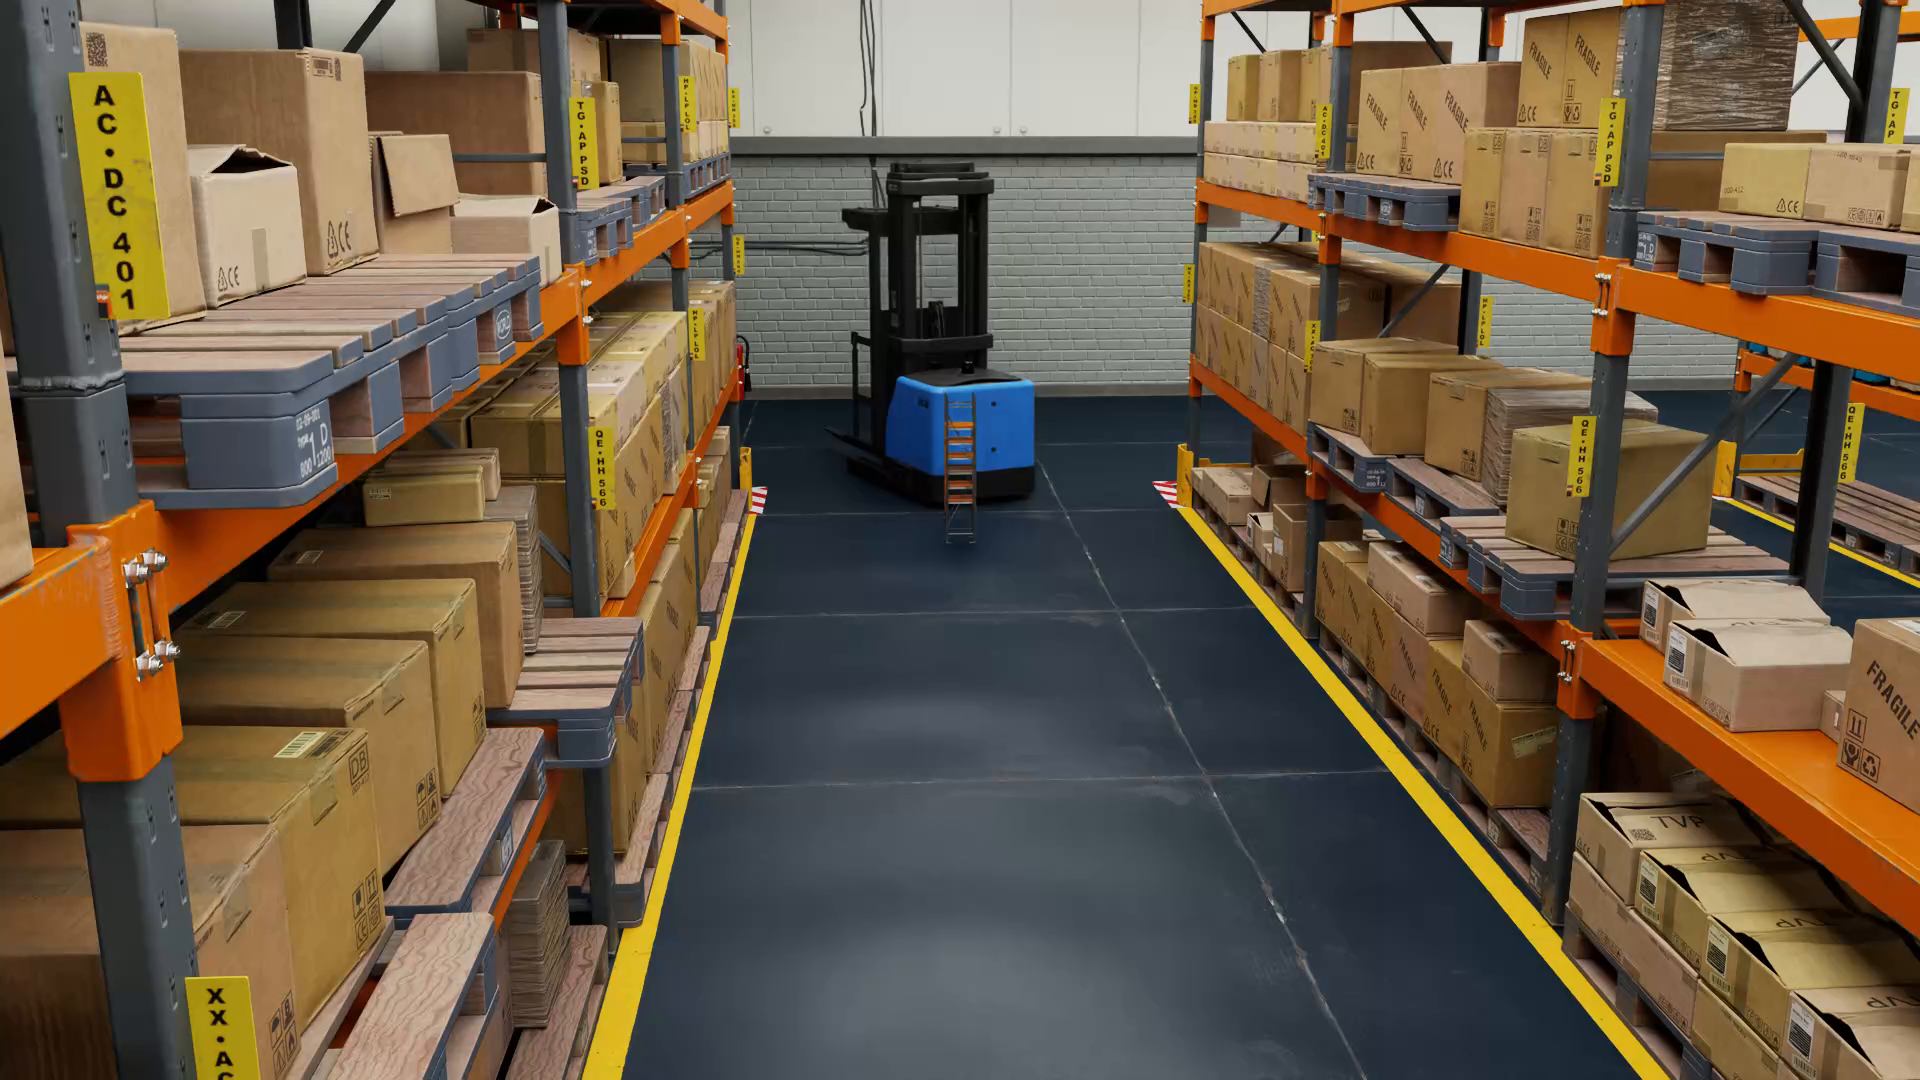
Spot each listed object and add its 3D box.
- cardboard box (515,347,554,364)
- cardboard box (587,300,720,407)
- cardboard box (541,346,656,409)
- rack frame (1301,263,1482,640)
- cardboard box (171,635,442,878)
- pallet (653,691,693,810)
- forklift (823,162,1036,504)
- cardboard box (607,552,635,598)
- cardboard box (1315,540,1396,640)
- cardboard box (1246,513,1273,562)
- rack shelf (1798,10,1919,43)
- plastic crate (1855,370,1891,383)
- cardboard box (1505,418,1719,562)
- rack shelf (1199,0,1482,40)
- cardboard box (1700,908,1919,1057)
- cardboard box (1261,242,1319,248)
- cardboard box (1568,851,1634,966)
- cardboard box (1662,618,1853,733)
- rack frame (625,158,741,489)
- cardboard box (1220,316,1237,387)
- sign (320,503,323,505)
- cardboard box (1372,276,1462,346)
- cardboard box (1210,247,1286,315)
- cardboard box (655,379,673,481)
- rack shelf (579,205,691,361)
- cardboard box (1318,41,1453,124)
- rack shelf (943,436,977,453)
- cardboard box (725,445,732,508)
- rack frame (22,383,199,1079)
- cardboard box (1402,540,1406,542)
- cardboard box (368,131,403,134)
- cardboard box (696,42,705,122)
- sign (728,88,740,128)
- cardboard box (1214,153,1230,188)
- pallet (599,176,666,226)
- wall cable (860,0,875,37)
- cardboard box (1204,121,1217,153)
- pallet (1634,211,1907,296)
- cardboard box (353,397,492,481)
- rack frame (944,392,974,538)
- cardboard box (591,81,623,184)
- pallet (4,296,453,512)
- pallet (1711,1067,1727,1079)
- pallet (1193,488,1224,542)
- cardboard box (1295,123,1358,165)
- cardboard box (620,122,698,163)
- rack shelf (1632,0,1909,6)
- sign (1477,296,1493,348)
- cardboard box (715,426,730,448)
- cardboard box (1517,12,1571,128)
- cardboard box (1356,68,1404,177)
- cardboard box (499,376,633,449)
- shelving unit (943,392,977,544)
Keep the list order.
[{"bbox_3d":[-2.300,-0.799,8.271,0.500,0.250,0.500,-1,14,-5],"label":"cardboard box"},{"bbox_3d":[-2.283,-1.380,12.267,0.980,0.700,0.700,-2,15,-6],"label":"cardboard box"},{"bbox_3d":[-1.801,-0.809,8.309,0.500,0.250,0.500,-1,14,-5],"label":"cardboard box"},{"bbox_3d":[2.772,-0.814,10.672,1.000,3.000,0.127,-1,14,-3],"label":"rack frame"},{"bbox_3d":[-1.773,0.562,4.240,0.700,0.500,0.500,1,14,4],"label":"cardboard box"},{"bbox_3d":[-1.970,1.108,8.795,1.003,0.211,1.213,-1,14,-3],"label":"pallet"},{"bbox_3d":[-0.432,-2.062,15.658,1.130,2.935,3.031,-7,16,-26],"label":"forklift"},{"bbox_3d":[-1.652,0.154,7.371,0.380,0.149,0.250,0,14,-2],"label":"cardboard box"},{"bbox_3d":[2.559,0.307,10.446,0.500,0.500,0.500,-2,15,-6],"label":"cardboard box"},{"bbox_3d":[2.408,-0.049,12.211,0.500,0.311,0.500,-1,14,-3],"label":"cardboard box"},{"bbox_3d":[7.593,-3.751,12.290,1.077,0.370,4.000,-1,14,-3],"label":"rack shelf"},{"bbox_3d":[7.256,-1.364,13.024,0.416,0.233,0.300,-1,14,-3],"label":"plastic crate"},{"bbox_3d":[2.869,-0.226,7.342,0.700,0.500,0.500,-6,16,-22],"label":"cardboard box"},{"bbox_3d":[2.649,-3.867,11.947,1.077,0.370,4.000,-1,14,-3],"label":"rack shelf"},{"bbox_3d":[2.830,1.429,5.501,0.500,0.311,0.500,-1,14,-5],"label":"cardboard box"},{"bbox_3d":[2.827,-2.235,13.987,0.500,0.500,0.500,-1,14,-4],"label":"cardboard box"},{"bbox_3d":[2.760,1.443,6.572,0.500,0.250,0.500,-1,14,-4],"label":"cardboard box"},{"bbox_3d":[2.882,0.449,5.940,0.500,0.311,0.500,-1,14,-4],"label":"cardboard box"},{"bbox_3d":[-2.419,-1.732,14.237,1.000,3.000,0.127,-1,14,-3],"label":"rack frame"},{"bbox_3d":[2.354,-1.490,13.097,0.500,0.500,0.500,-1,14,-4],"label":"cardboard box"},{"bbox_3d":[-2.477,-0.294,6.324,0.100,0.325,0.005,-1,14,-3],"label":"sign"},{"bbox_3d":[3.024,-1.469,11.007,0.500,0.500,0.500,-1,14,-2],"label":"cardboard box"},{"bbox_3d":[2.329,-2.097,13.451,0.500,0.500,0.500,-1,14,-3],"label":"cardboard box"},{"bbox_3d":[-1.827,-0.576,8.909,0.500,0.500,0.500,-1,14,-3],"label":"cardboard box"},{"bbox_3d":[-2.048,-1.344,8.154,1.077,0.370,4.000,-1,14,-3],"label":"rack shelf"},{"bbox_3d":[2.704,-2.920,10.629,0.700,0.500,0.500,-1,14,-3],"label":"cardboard box"},{"bbox_3d":[0.001,-0.767,13.314,0.258,0.103,0.180,-1,14,-3],"label":"rack shelf"},{"bbox_3d":[-2.276,-0.552,13.826,0.700,0.500,0.500,-1,14,-3],"label":"cardboard box"},{"bbox_3d":[-1.676,1.253,2.638,1.000,3.000,0.127,-1,14,-3],"label":"rack frame"},{"bbox_3d":[3.089,0.301,10.469,0.500,0.500,0.500,-1,14,-4],"label":"cardboard box"},{"bbox_3d":[-2.109,-1.070,5.406,0.500,0.500,0.500,-1,14,-3],"label":"cardboard box"},{"bbox_3d":[-1.974,-3.041,11.060,0.500,0.500,0.500,-1,14,-5],"label":"cardboard box"},{"bbox_3d":[-1.877,-3.580,13.782,0.100,0.325,0.005,-1,14,-3],"label":"sign"},{"bbox_3d":[2.321,-2.933,13.187,0.500,0.250,0.500,-1,14,-3],"label":"cardboard box"},{"bbox_3d":[-2.065,-1.870,9.138,0.805,0.209,1.217,-1,15,-6],"label":"pallet"},{"bbox_3d":[0.287,-7.033,18.898,3.097,2.526,0.112,-1,14,-3],"label":"wall cable"},{"bbox_3d":[2.297,-3.300,13.609,0.500,0.250,0.500,-1,14,-3],"label":"cardboard box"},{"bbox_3d":[3.152,-1.013,5.804,1.213,0.211,1.003,0,14,-1],"label":"pallet"},{"bbox_3d":[-2.211,-0.416,6.782,0.500,0.250,0.500,0,14,-2],"label":"cardboard box"},{"bbox_3d":[-0.005,-0.600,13.451,0.240,1.200,0.006,-1,14,-3],"label":"rack frame"},{"bbox_3d":[-2.128,-2.093,8.538,0.700,0.500,0.500,-1,14,-4],"label":"cardboard box"},{"bbox_3d":[-1.608,-0.264,2.891,1.213,0.211,1.003,-1,14,-3],"label":"pallet"},{"bbox_3d":[3.105,2.039,5.178,1.003,0.211,1.213,-1,14,-3],"label":"pallet"},{"bbox_3d":[2.580,-0.241,14.042,1.003,0.211,1.213,-1,14,-3],"label":"pallet"},{"bbox_3d":[2.471,-2.553,10.708,0.500,0.250,0.500,-1,14,-3],"label":"cardboard box"},{"bbox_3d":[-1.951,-2.545,10.635,0.500,0.250,0.500,-1,14,-4],"label":"cardboard box"},{"bbox_3d":[3.144,-1.685,4.264,1.077,0.370,4.000,-1,14,-3],"label":"rack shelf"},{"bbox_3d":[3.326,-1.385,10.564,0.100,0.325,0.005,-1,14,-3],"label":"sign"},{"bbox_3d":[-2.086,-0.837,13.632,0.380,0.149,0.250,-1,14,-4],"label":"cardboard box"},{"bbox_3d":[2.936,-2.167,7.702,0.500,0.500,0.500,-1,14,-3],"label":"cardboard box"},{"bbox_3d":[2.730,-2.441,9.729,0.600,0.600,0.600,-2,15,-9],"label":"cardboard box"},{"bbox_3d":[-1.729,-0.558,7.333,0.500,0.250,0.500,-1,14,-4],"label":"cardboard box"},{"bbox_3d":[0.001,-0.577,13.363,0.258,1.200,0.189,-1,14,-3],"label":"shelving unit"}]
